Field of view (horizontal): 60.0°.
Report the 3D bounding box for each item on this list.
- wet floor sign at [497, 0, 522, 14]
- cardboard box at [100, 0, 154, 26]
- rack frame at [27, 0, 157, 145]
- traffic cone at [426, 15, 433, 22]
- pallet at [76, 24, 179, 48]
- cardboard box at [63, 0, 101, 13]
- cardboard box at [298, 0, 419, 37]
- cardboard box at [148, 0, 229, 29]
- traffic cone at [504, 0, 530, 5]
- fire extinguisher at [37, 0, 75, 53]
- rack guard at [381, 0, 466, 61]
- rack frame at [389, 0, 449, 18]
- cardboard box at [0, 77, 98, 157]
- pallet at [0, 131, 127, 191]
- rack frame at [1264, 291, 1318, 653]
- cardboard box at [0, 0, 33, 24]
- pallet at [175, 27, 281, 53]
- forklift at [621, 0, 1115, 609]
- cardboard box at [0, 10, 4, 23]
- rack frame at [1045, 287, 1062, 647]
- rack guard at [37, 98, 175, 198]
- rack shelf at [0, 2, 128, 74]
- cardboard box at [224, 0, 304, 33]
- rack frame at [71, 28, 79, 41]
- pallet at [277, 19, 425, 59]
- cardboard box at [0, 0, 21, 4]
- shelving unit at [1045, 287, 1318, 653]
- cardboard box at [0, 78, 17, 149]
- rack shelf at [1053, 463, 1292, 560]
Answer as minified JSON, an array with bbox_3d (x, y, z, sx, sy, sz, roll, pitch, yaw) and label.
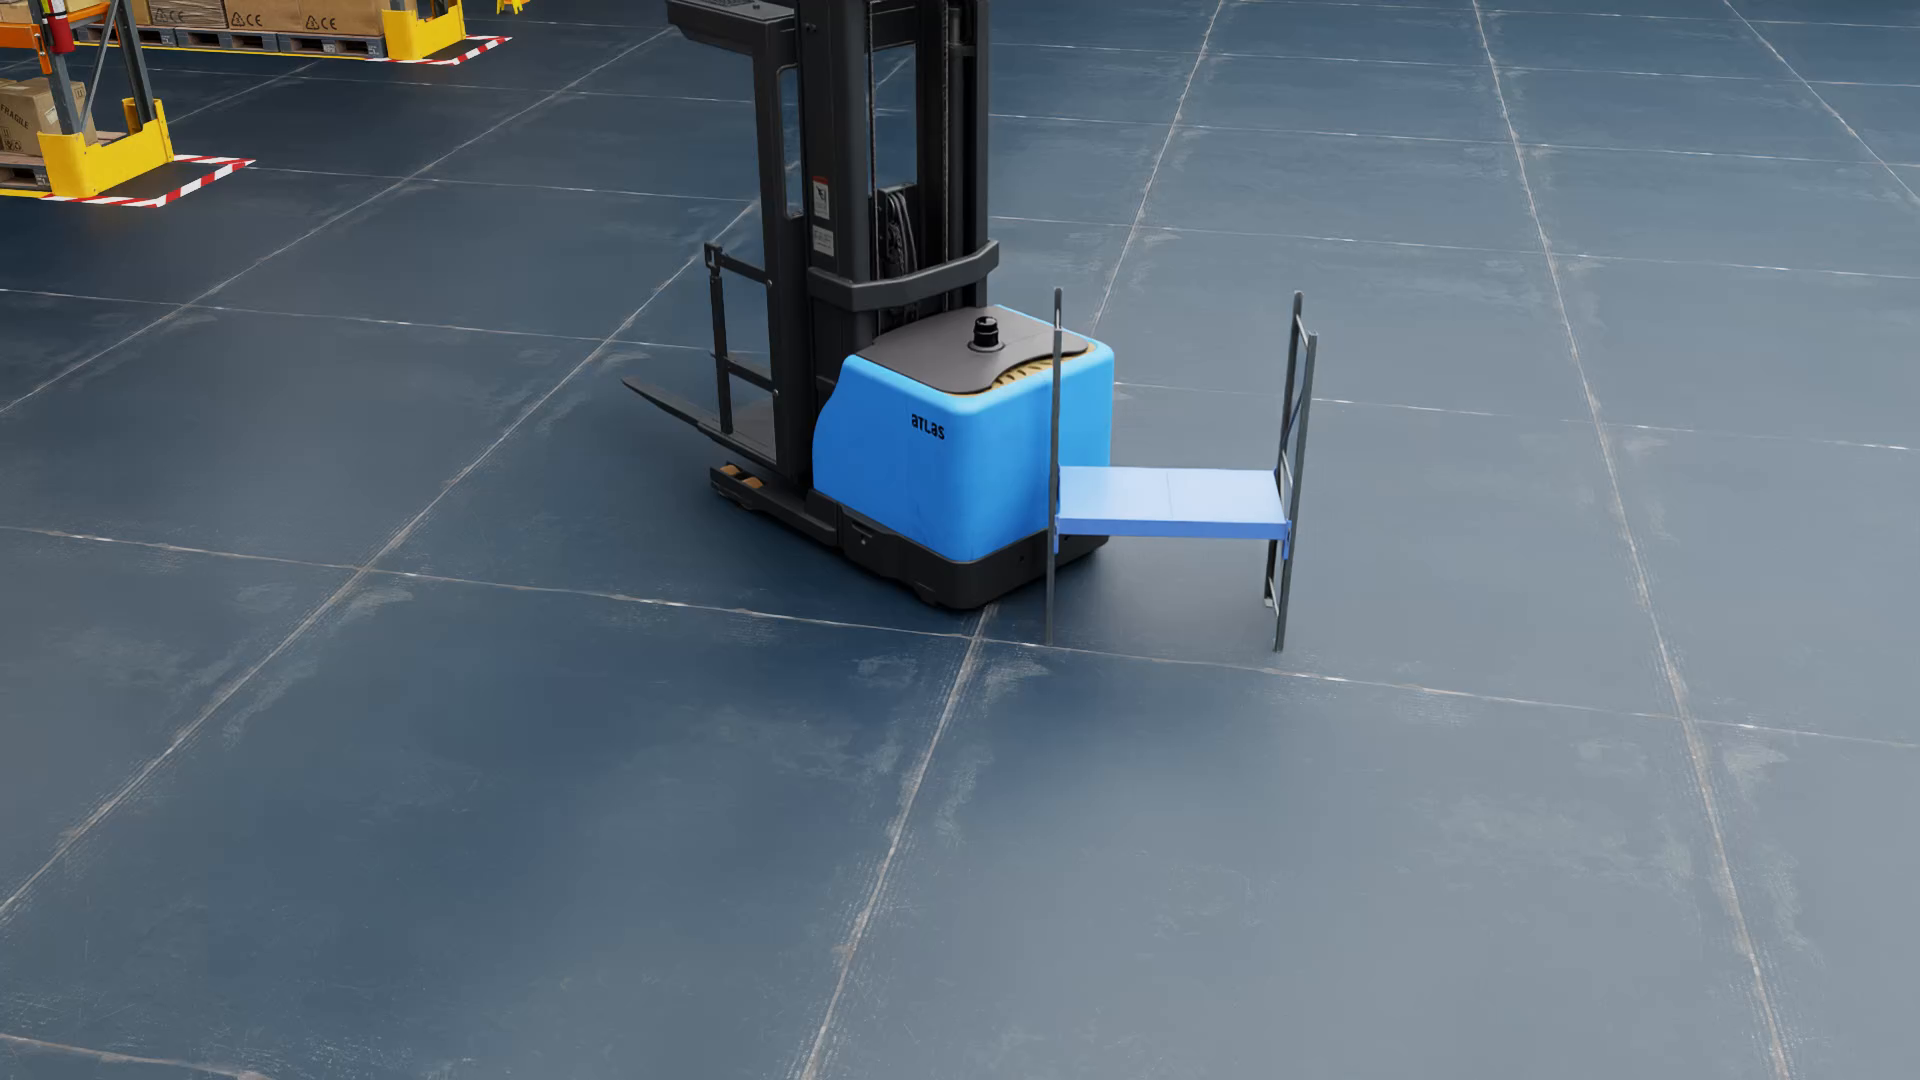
[{"bbox_3d":[-5.320,-6.523,19.492,0.232,0.644,0.267,1,29,2],"label":"wet floor sign"},{"bbox_3d":[-9.073,-6.186,18.200,0.875,0.875,0.875,6,29,11],"label":"cardboard box"},{"bbox_3d":[-6.896,-4.309,12.997,0.127,3.000,1.000,6,29,11],"label":"rack frame"},{"bbox_3d":[-5.984,-6.236,19.158,0.334,0.463,0.336,6,29,11],"label":"traffic cone"},{"bbox_3d":[-8.946,-5.693,18.429,1.213,0.211,1.003,6,29,11],"label":"pallet"},{"bbox_3d":[-7.125,-4.339,13.314,0.250,0.149,0.380,6,29,11],"label":"cardboard box"},{"bbox_3d":[-6.439,-5.917,17.710,0.875,0.875,0.875,6,29,11],"label":"cardboard box"},{"bbox_3d":[-8.191,-6.097,18.039,0.875,0.875,0.875,6,29,11],"label":"cardboard box"},{"bbox_3d":[-5.416,-6.732,20.065,0.334,0.463,0.336,6,29,11],"label":"traffic cone"},{"bbox_3d":[-6.880,-4.047,12.600,0.183,0.674,0.296,6,29,11],"label":"fire extinguisher"},{"bbox_3d":[-5.738,-5.529,17.829,0.348,0.500,1.175,6,29,11],"label":"rack guard"},{"bbox_3d":[-5.762,-6.628,17.234,0.127,3.000,1.000,6,29,11],"label":"rack frame"},{"bbox_3d":[-7.503,-3.467,13.625,0.500,0.500,0.500,11,31,20],"label":"cardboard box"},{"bbox_3d":[-7.758,-3.192,13.860,1.213,0.211,1.003,6,29,11],"label":"pallet"},{"bbox_3d":[1.422,-0.277,7.195,0.032,1.500,0.500,1,29,3],"label":"rack frame"},{"bbox_3d":[-7.218,-4.131,12.933,0.250,0.149,0.380,6,29,11],"label":"cardboard box"},{"bbox_3d":[-7.749,-5.572,18.208,1.213,0.211,1.003,6,29,11],"label":"pallet"},{"bbox_3d":[-0.649,-1.589,8.101,1.130,2.935,3.031,-24,37,-37],"label":"forklift"},{"bbox_3d":[-7.462,-4.156,12.979,0.250,0.149,0.380,6,29,11],"label":"cardboard box"},{"bbox_3d":[0.407,-0.304,7.243,0.032,1.500,0.500,1,29,3],"label":"rack frame"},{"bbox_3d":[-6.971,-3.220,13.611,0.348,0.500,1.175,6,29,11],"label":"rack guard"},{"bbox_3d":[-8.852,-4.194,13.536,4.000,0.370,1.077,6,29,11],"label":"rack shelf"},{"bbox_3d":[-7.300,-6.005,17.870,0.875,0.875,0.875,5,29,10],"label":"cardboard box"},{"bbox_3d":[-9.673,-7.029,17.966,0.127,3.000,1.000,6,29,11],"label":"rack frame"},{"bbox_3d":[-6.560,-5.449,17.983,1.213,0.211,1.003,6,29,11],"label":"pallet"},{"bbox_3d":[-7.428,-4.551,13.026,0.500,0.500,0.875,6,29,11],"label":"cardboard box"},{"bbox_3d":[0.914,-0.291,7.219,1.048,1.500,0.538,1,29,3],"label":"shelving unit"},{"bbox_3d":[-8.095,-3.511,13.706,0.500,0.500,0.500,14,32,24],"label":"cardboard box"},{"bbox_3d":[0.914,-0.133,7.305,1.000,0.185,0.538,1,29,3],"label":"rack shelf"}]
